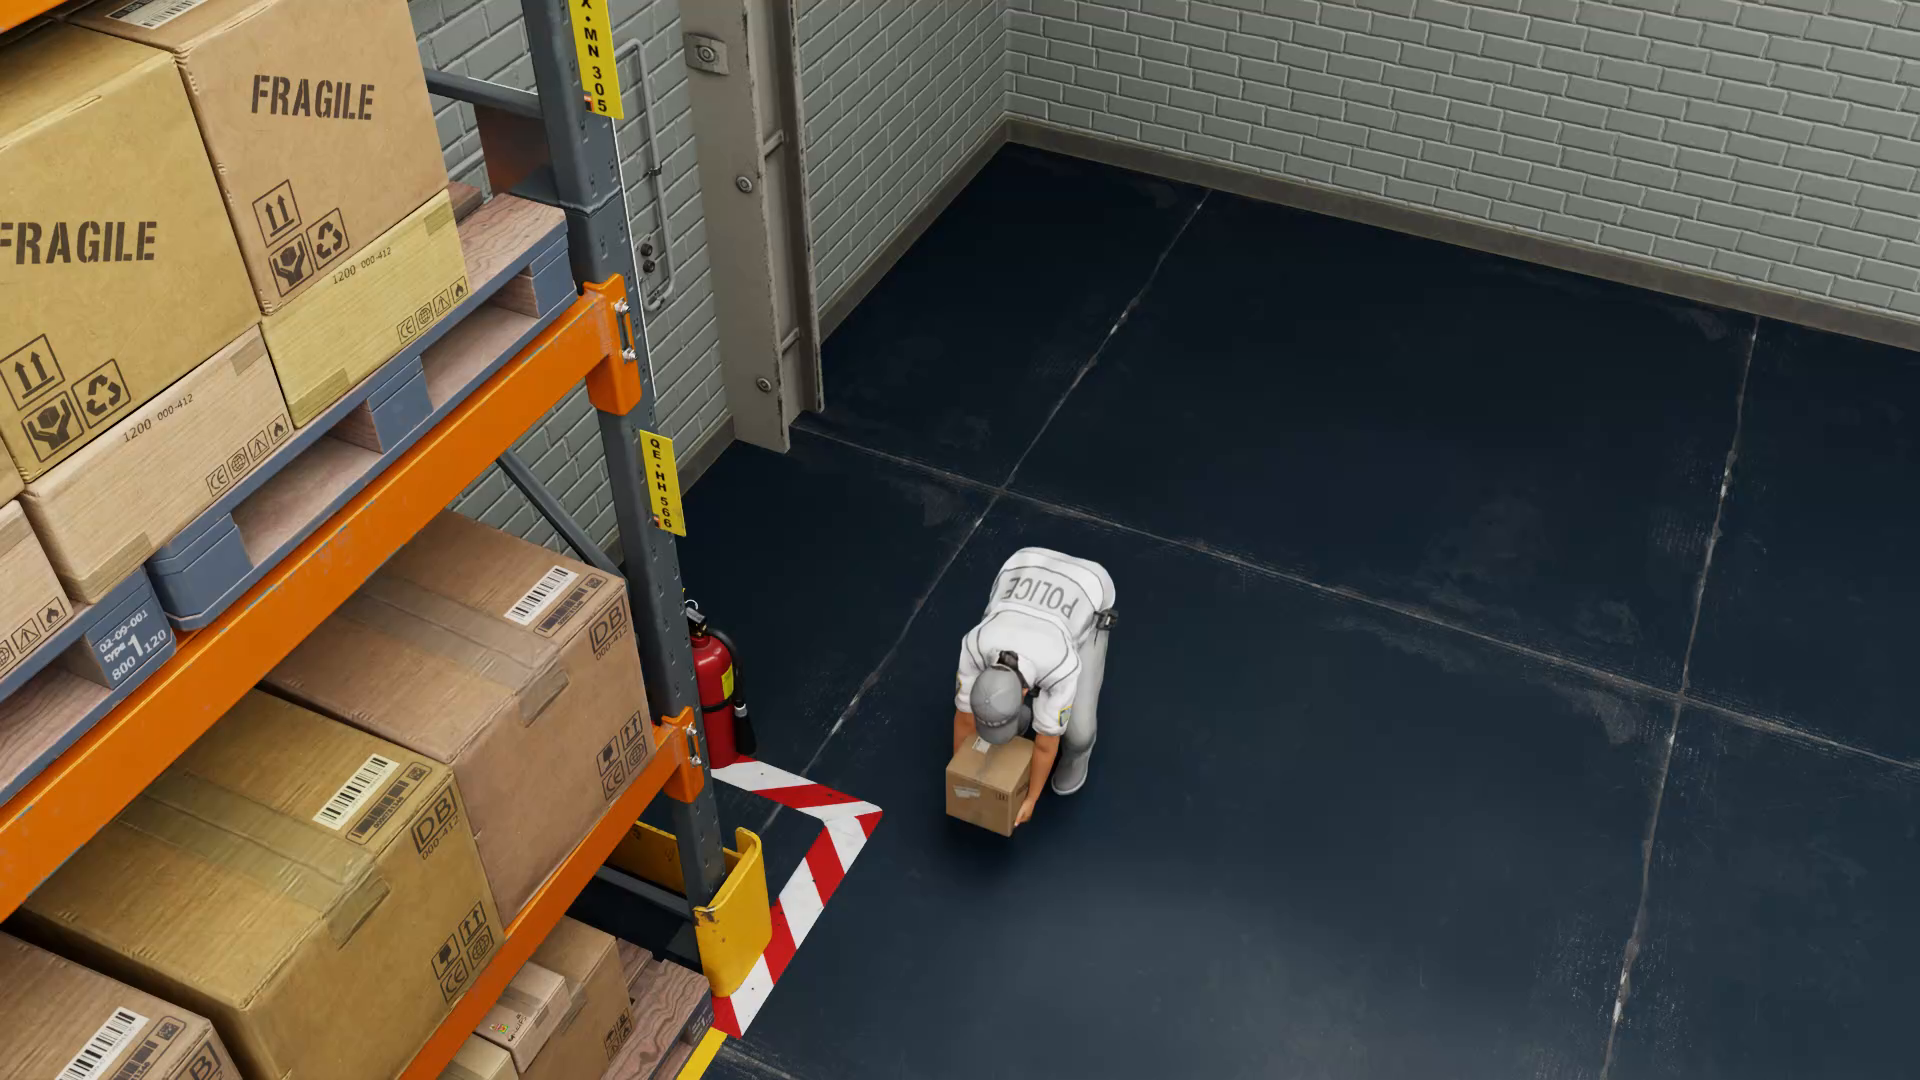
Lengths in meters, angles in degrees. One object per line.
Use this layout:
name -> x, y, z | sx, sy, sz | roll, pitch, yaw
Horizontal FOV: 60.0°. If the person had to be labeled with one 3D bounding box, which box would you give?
person -> 0.245, 0.575, 6.024 | 0.515, 0.999, 0.938 | 15, 44, 16
